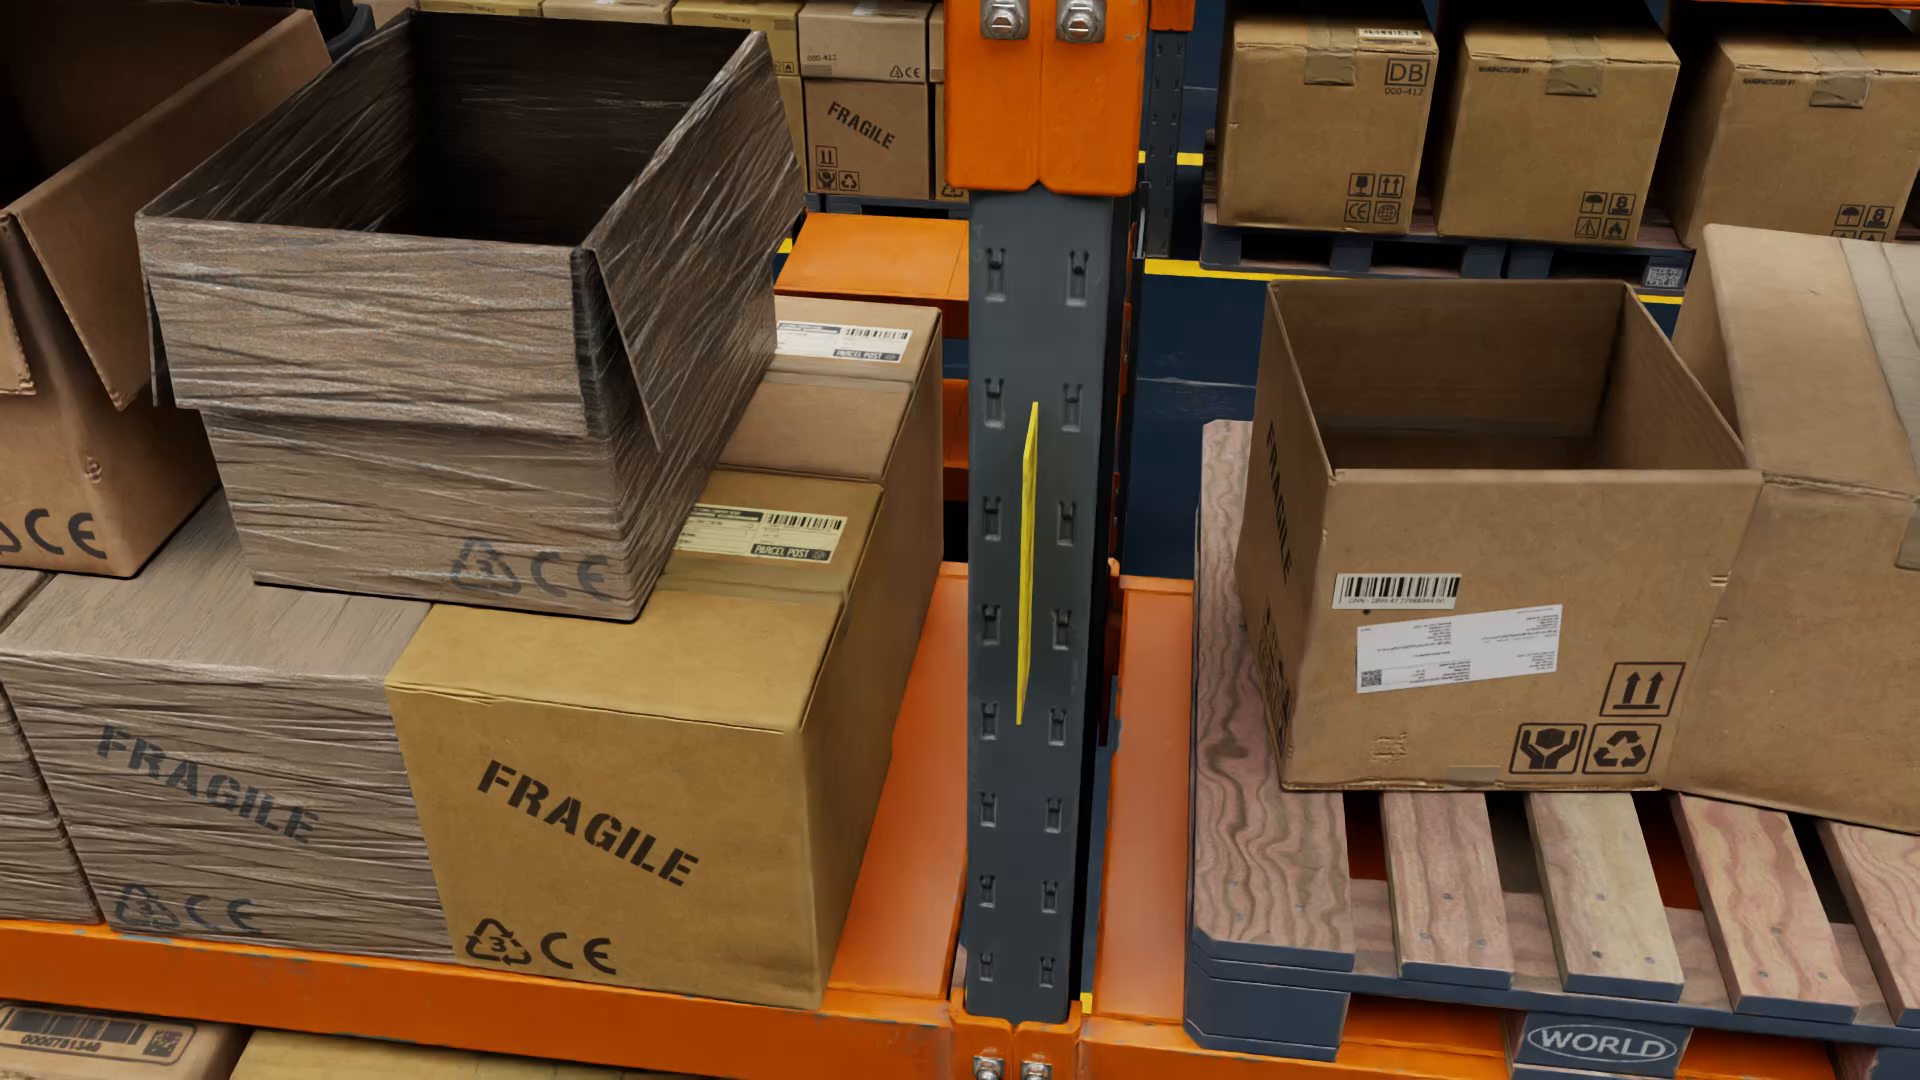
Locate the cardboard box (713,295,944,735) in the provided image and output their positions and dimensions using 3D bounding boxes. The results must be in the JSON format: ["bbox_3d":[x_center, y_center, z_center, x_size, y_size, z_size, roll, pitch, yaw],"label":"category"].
[{"bbox_3d":[-0.314,-0.054,2.657,0.500,0.500,0.500,5,36,7],"label":"cardboard box"}]

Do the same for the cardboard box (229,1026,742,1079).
[{"bbox_3d":[-0.549,0.811,3.000,0.875,0.875,1.225,3,36,4],"label":"cardboard box"}]

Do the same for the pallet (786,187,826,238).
[{"bbox_3d":[-1.116,-1.686,7.431,1.213,0.211,1.003,4,36,6],"label":"pallet"}]

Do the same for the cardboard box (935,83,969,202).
[{"bbox_3d":[0.179,-1.722,6.871,0.500,0.500,0.500,4,36,6],"label":"cardboard box"}]

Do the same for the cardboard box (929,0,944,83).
[{"bbox_3d":[0.153,-2.029,6.656,0.500,0.250,0.500,3,36,5],"label":"cardboard box"}]

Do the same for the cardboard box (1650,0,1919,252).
[{"bbox_3d":[3.249,-1.698,6.622,0.750,0.750,1.050,4,36,6],"label":"cardboard box"}]

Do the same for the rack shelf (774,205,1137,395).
[{"bbox_3d":[-0.007,-0.697,4.754,1.000,0.278,0.538,4,36,6],"label":"rack shelf"}]

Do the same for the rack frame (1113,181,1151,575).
[{"bbox_3d":[0.498,-0.421,4.871,0.032,1.125,0.500,4,36,6],"label":"rack frame"}]

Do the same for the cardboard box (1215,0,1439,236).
[{"bbox_3d":[1.458,-1.829,6.806,0.750,0.750,1.050,4,36,5],"label":"cardboard box"}]

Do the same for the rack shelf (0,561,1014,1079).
[{"bbox_3d":[-1.851,0.325,2.832,4.000,0.370,1.077,4,36,6],"label":"rack shelf"}]

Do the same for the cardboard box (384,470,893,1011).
[{"bbox_3d":[-0.388,0.245,2.238,0.500,0.500,0.500,5,36,7],"label":"cardboard box"}]

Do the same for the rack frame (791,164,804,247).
[{"bbox_3d":[-0.511,-0.496,4.977,0.032,1.125,0.500,4,36,6],"label":"rack frame"}]

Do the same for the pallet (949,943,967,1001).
[{"bbox_3d":[-0.639,1.213,3.369,1.213,0.211,1.003,4,36,6],"label":"pallet"}]

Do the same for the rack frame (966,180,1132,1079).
[{"bbox_3d":[0.133,0.180,2.416,0.127,3.000,1.000,4,36,6],"label":"rack frame"}]

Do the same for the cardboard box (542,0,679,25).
[{"bbox_3d":[-1.369,-2.140,6.811,0.500,0.250,0.500,6,36,8],"label":"cardboard box"}]

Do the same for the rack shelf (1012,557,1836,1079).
[{"bbox_3d":[2.117,0.620,2.418,4.000,0.370,1.077,4,36,6],"label":"rack shelf"}]

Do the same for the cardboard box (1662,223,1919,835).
[{"bbox_3d":[1.240,-0.031,2.264,0.500,0.500,0.700,9,37,13],"label":"cardboard box"}]

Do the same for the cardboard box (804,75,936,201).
[{"bbox_3d":[-0.335,-1.763,6.928,0.500,0.500,0.500,6,36,8],"label":"cardboard box"}]

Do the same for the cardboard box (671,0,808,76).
[{"bbox_3d":[-0.851,-2.107,6.765,0.500,0.250,0.500,5,36,7],"label":"cardboard box"}]

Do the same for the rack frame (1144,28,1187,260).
[{"bbox_3d":[0.865,-2.671,6.410,0.127,3.000,1.000,4,36,6],"label":"rack frame"}]

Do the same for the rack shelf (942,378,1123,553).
[{"bbox_3d":[-0.007,-0.259,5.066,1.000,0.278,0.538,4,36,6],"label":"rack shelf"}]

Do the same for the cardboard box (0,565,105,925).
[{"bbox_3d":[-1.397,0.168,2.346,0.500,0.500,0.500,3,36,4],"label":"cardboard box"}]

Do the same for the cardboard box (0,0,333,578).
[{"bbox_3d":[-1.236,-0.383,2.254,0.637,0.503,0.797,5,36,7],"label":"cardboard box"}]

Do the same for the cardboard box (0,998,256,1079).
[{"bbox_3d":[-1.432,0.740,3.098,0.875,0.875,1.225,4,36,6],"label":"cardboard box"}]

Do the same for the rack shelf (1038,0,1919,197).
[{"bbox_3d":[2.117,-0.600,1.546,4.000,0.370,1.077,4,36,6],"label":"rack shelf"}]

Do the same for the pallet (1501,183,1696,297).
[{"bbox_3d":[2.844,-1.342,6.949,1.213,0.211,1.003,4,36,6],"label":"pallet"}]

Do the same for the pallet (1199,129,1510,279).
[{"bbox_3d":[1.638,-1.434,7.078,1.213,0.211,1.003,4,36,6],"label":"pallet"}]

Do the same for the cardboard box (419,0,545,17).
[{"bbox_3d":[-1.874,-2.181,6.868,0.500,0.250,0.500,5,36,7],"label":"cardboard box"}]

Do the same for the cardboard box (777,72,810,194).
[{"bbox_3d":[-0.862,-1.793,6.970,0.500,0.500,0.500,3,36,4],"label":"cardboard box"}]

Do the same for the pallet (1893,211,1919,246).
[{"bbox_3d":[4.058,-1.253,6.825,1.213,0.211,1.003,4,36,6],"label":"pallet"}]

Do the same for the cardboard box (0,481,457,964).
[{"bbox_3d":[-0.882,0.205,2.295,0.500,0.500,0.500,4,36,6],"label":"cardboard box"}]

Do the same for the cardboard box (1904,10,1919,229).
[{"bbox_3d":[4.205,-1.624,6.519,0.750,0.750,1.050,4,36,6],"label":"cardboard box"}]

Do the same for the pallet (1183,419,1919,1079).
[{"bbox_3d":[0.854,0.249,2.484,1.003,0.211,1.213,4,36,6],"label":"pallet"}]

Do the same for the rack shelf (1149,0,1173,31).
[{"bbox_3d":[-1.119,-2.526,6.826,4.000,0.370,1.077,4,36,6],"label":"rack shelf"}]

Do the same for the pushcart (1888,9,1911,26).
[{"bbox_3d":[5.122,-2.850,8.918,0.936,0.377,1.648,-7,36,-10],"label":"pushcart"}]

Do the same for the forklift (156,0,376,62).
[{"bbox_3d":[-2.648,-1.555,4.905,3.031,2.935,1.130,8,36,11],"label":"forklift"}]

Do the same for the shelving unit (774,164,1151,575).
[{"bbox_3d":[-0.007,-0.458,4.924,1.048,1.125,0.538,4,36,6],"label":"shelving unit"}]

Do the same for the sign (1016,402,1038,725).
[{"bbox_3d":[0.066,0.028,1.631,0.005,0.325,0.100,4,36,6],"label":"sign"}]

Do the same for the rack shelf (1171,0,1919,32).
[{"bbox_3d":[2.849,-2.230,6.412,4.000,0.370,1.077,4,36,6],"label":"rack shelf"}]

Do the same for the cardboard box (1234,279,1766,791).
[{"bbox_3d":[0.674,-0.015,2.241,0.500,0.500,0.500,0,36,0],"label":"cardboard box"}]

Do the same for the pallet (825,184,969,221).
[{"bbox_3d":[0.090,-1.594,7.302,1.213,0.211,1.003,4,36,6],"label":"pallet"}]

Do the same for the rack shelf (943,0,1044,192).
[{"bbox_3d":[-1.851,-0.896,1.961,4.000,0.370,1.077,4,36,6],"label":"rack shelf"}]

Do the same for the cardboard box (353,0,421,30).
[{"bbox_3d":[-2.403,-2.219,6.921,0.500,0.250,0.500,3,36,4],"label":"cardboard box"}]

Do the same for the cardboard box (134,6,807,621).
[{"bbox_3d":[-0.590,-0.333,2.185,0.637,0.503,0.797,5,36,8],"label":"cardboard box"}]

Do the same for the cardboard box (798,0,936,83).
[{"bbox_3d":[-0.349,-2.060,6.699,0.500,0.250,0.500,5,36,7],"label":"cardboard box"}]

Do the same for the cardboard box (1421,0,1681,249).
[{"bbox_3d":[2.325,-1.766,6.718,0.750,0.750,1.050,5,36,7],"label":"cardboard box"}]
